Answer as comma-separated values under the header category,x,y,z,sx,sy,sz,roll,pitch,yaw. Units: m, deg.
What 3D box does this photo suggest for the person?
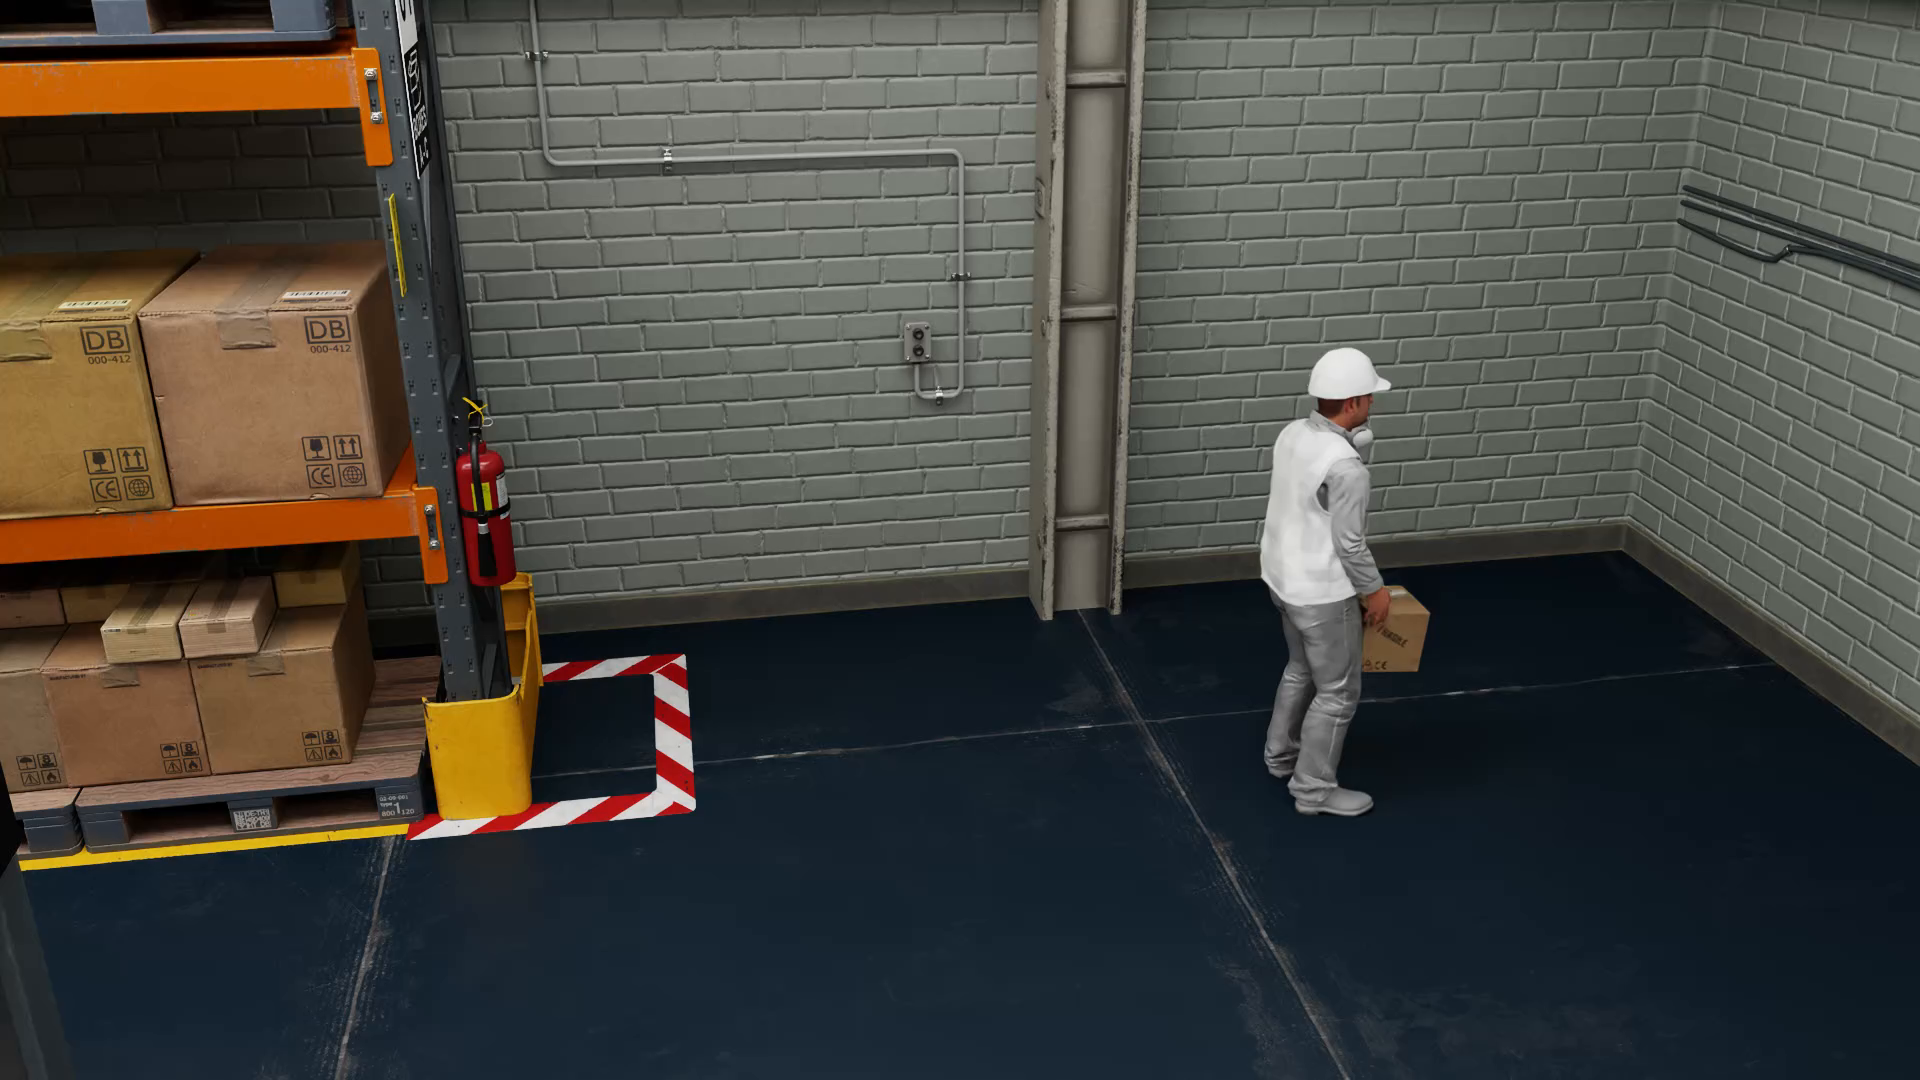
category,x,y,z,sx,sy,sz,roll,pitch,yaw
person,1.344,0.149,6.206,0.435,1.778,0.553,-5,24,-11
